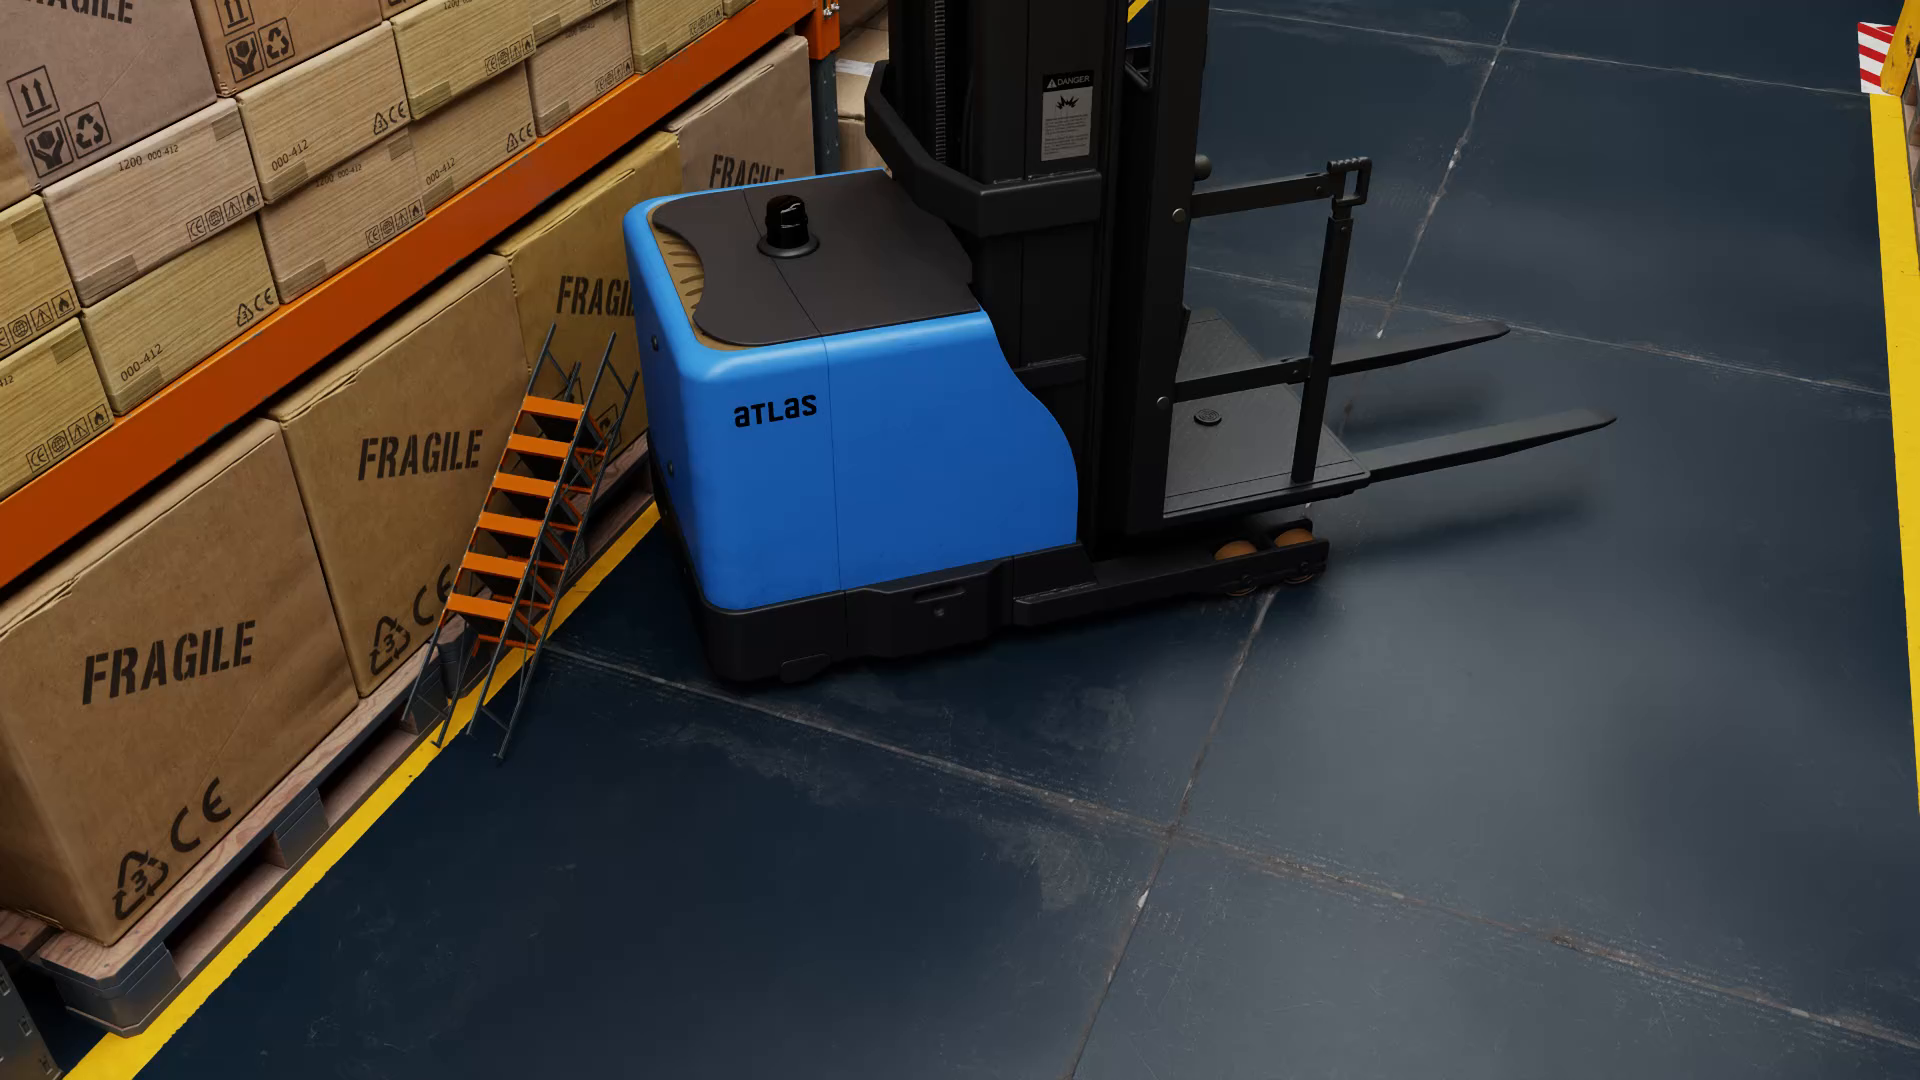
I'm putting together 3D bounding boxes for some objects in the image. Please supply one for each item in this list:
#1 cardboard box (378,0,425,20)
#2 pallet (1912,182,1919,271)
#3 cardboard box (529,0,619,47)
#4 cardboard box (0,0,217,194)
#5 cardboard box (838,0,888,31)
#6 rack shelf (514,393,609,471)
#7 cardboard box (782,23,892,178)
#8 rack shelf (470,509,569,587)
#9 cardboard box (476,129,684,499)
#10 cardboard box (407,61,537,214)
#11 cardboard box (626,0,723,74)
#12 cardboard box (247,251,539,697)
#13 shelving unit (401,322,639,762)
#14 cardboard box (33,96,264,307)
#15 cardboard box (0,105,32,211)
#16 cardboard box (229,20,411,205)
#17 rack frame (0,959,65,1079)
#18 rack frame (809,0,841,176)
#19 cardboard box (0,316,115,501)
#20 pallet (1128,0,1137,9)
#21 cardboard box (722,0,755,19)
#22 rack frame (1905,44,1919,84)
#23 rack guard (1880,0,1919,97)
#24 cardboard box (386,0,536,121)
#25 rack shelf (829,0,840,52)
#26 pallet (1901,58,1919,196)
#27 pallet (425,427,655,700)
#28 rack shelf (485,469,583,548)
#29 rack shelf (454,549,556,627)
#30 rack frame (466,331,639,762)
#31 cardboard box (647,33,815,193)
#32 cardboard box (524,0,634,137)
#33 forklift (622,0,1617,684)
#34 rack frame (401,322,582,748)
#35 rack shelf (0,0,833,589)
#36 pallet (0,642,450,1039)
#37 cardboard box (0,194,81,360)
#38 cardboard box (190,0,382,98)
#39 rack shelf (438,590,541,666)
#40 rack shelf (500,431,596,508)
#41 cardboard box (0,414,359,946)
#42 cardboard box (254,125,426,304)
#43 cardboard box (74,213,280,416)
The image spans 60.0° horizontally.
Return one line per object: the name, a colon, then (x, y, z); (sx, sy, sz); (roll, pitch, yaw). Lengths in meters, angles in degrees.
cardboard box: (-1.462, -1.596, 3.961); (0.500, 0.500, 0.500); (14, 39, 18)
pallet: (4.377, -1.127, 6.581); (1.003, 0.211, 1.213); (14, 39, 18)
cardboard box: (-1.258, -1.589, 4.577); (0.500, 0.250, 0.500); (15, 39, 19)
cardboard box: (-1.868, -1.034, 3.210); (0.500, 0.500, 0.500); (14, 39, 18)
cardboard box: (-0.262, -2.275, 7.578); (0.875, 0.438, 0.875); (13, 39, 16)
rack shelf: (-1.111, -0.296, 4.678); (0.180, 0.258, 0.103); (10, 68, 11)
cardboard box: (-0.602, -1.780, 6.915); (0.875, 0.438, 0.875); (13, 39, 17)
rack shelf: (-1.195, 0.027, 4.544); (0.180, 0.258, 0.103); (10, 68, 11)
cardboard box: (-1.439, -0.768, 5.196); (0.875, 0.875, 0.875); (15, 39, 19)
cardboard box: (-1.475, -1.105, 4.348); (0.500, 0.250, 0.500); (14, 39, 18)
cardboard box: (-1.072, -1.667, 5.100); (0.500, 0.250, 0.500); (13, 39, 17)
cardboard box: (-1.779, -0.273, 4.534); (0.875, 0.875, 0.875); (14, 39, 18)
shelving unit: (-1.184, -0.013, 4.561); (0.189, 0.258, 1.200); (10, 68, 11)
cardboard box: (-1.843, -0.750, 3.456); (0.500, 0.250, 0.500); (15, 39, 19)
cardboard box: (-2.048, -0.758, 2.840); (0.500, 0.500, 0.500); (13, 39, 16)
cardboard box: (-1.642, -1.023, 3.821); (0.500, 0.250, 0.500); (14, 39, 18)
rack frame: (-2.462, -0.100, 2.878); (1.000, 3.000, 0.127); (14, 39, 18)
rack frame: (-0.940, -2.314, 5.841); (1.000, 3.000, 0.127); (14, 39, 18)
cardboard box: (-2.043, -0.253, 3.209); (0.500, 0.250, 0.500); (13, 39, 17)
pallet: (0.350, -2.952, 9.023); (1.003, 0.211, 1.213); (14, 39, 18)
cardboard box: (-0.878, -1.949, 5.477); (0.500, 0.250, 0.500); (13, 39, 17)
rack frame: (5.174, -3.400, 7.294); (1.000, 3.000, 0.127); (14, 39, 18)
rack guard: (5.145, -2.357, 7.986); (1.175, 0.500, 0.348); (14, 39, 18)
cardboard box: (-1.437, -1.301, 4.193); (0.500, 0.250, 0.500); (15, 39, 19)
rack shelf: (-0.179, -3.134, 7.538); (1.077, 0.370, 4.000); (14, 39, 18)
pallet: (4.842, -1.800, 7.482); (1.003, 0.211, 1.213); (14, 39, 18)
pallet: (-1.627, -0.075, 5.174); (1.003, 0.211, 1.213); (14, 39, 18)
rack shelf: (-1.167, -0.081, 4.589); (0.180, 0.258, 0.103); (10, 68, 11)
rack shelf: (-1.223, 0.135, 4.500); (0.180, 0.258, 0.103); (10, 68, 11)
rack frame: (-1.096, 0.003, 4.543); (0.006, 0.240, 1.200); (10, 68, 11)
cardboard box: (-1.102, -1.270, 5.868); (0.875, 0.875, 0.875); (15, 39, 19)
cardboard box: (-1.282, -1.392, 4.732); (0.500, 0.250, 0.500); (13, 39, 17)
forklift: (0.597, -1.293, 4.532); (3.031, 2.935, 1.130); (-11, 38, -15)
rack frame: (-1.273, -0.028, 4.579); (0.006, 0.240, 1.200); (10, 68, 11)
rack shelf: (-1.701, -0.919, 4.575); (1.077, 0.370, 4.000); (14, 39, 18)
pallet: (-2.092, 0.598, 4.274); (1.003, 0.211, 1.213); (14, 39, 18)
cardboard box: (-2.041, -0.464, 3.073); (0.500, 0.250, 0.500); (14, 39, 17)
cardboard box: (-1.657, -1.317, 3.588); (0.500, 0.500, 0.500); (15, 39, 19)
rack shelf: (-1.251, 0.243, 4.455); (0.180, 0.258, 0.103); (10, 68, 11)
rack shelf: (-1.139, -0.189, 4.634); (0.180, 0.258, 0.103); (10, 68, 11)
cardboard box: (-2.122, 0.220, 3.875); (0.875, 0.875, 0.875); (14, 39, 17)
cardboard box: (-1.659, -0.831, 3.981); (0.500, 0.250, 0.500); (15, 39, 19)
cardboard box: (-1.864, -0.542, 3.594); (0.500, 0.250, 0.500); (13, 39, 16)
